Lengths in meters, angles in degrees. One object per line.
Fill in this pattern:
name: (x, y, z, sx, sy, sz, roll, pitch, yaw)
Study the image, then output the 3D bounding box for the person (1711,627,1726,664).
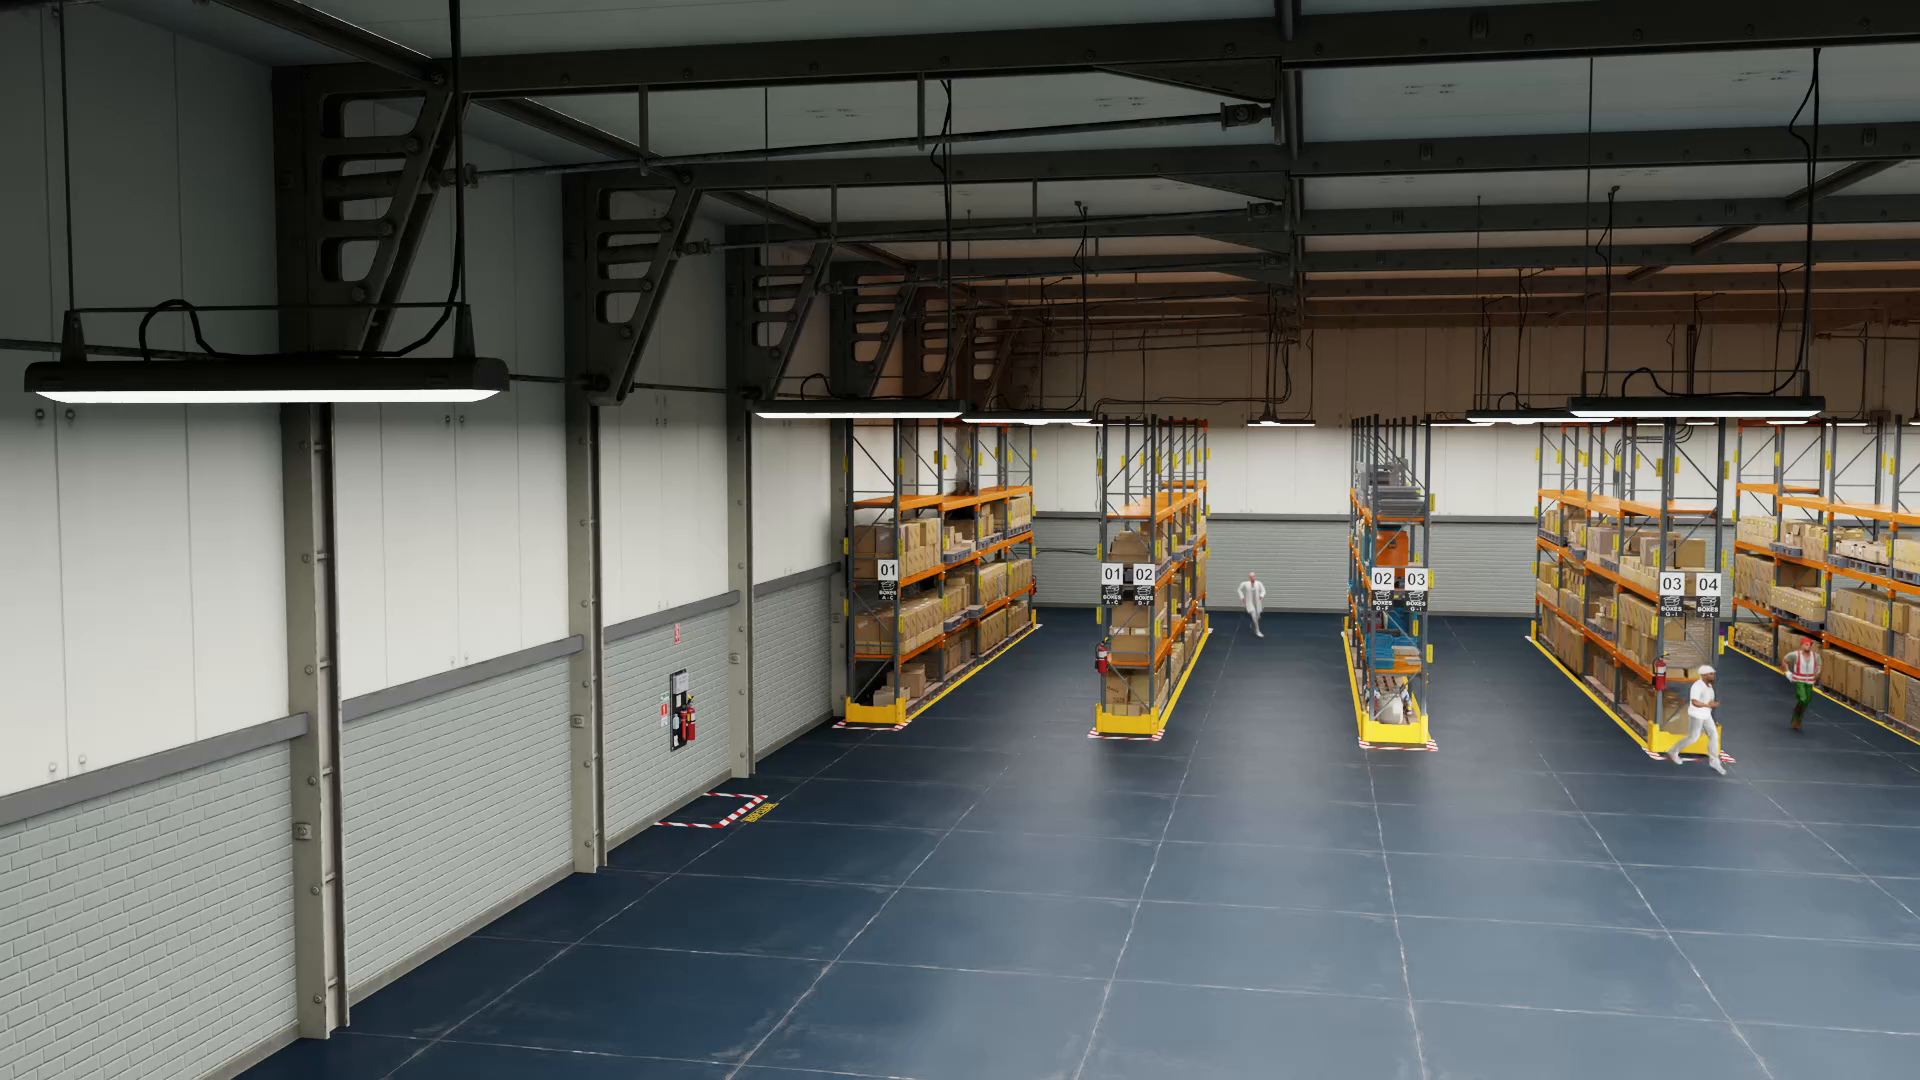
person: (16.134, 2.467, 35.837, 0.677, 1.772, 0.758, 0, 4, 6)

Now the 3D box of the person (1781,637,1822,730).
person: (16.063, 2.727, 31.652, 0.644, 1.763, 0.737, 0, 4, 1)

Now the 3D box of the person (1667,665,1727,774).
person: (12.401, 2.984, 27.931, 0.987, 1.794, 0.729, 4, 5, 45)

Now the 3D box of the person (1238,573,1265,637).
person: (8.109, 1.782, 46.177, 0.752, 1.757, 0.968, 0, 4, -5)
